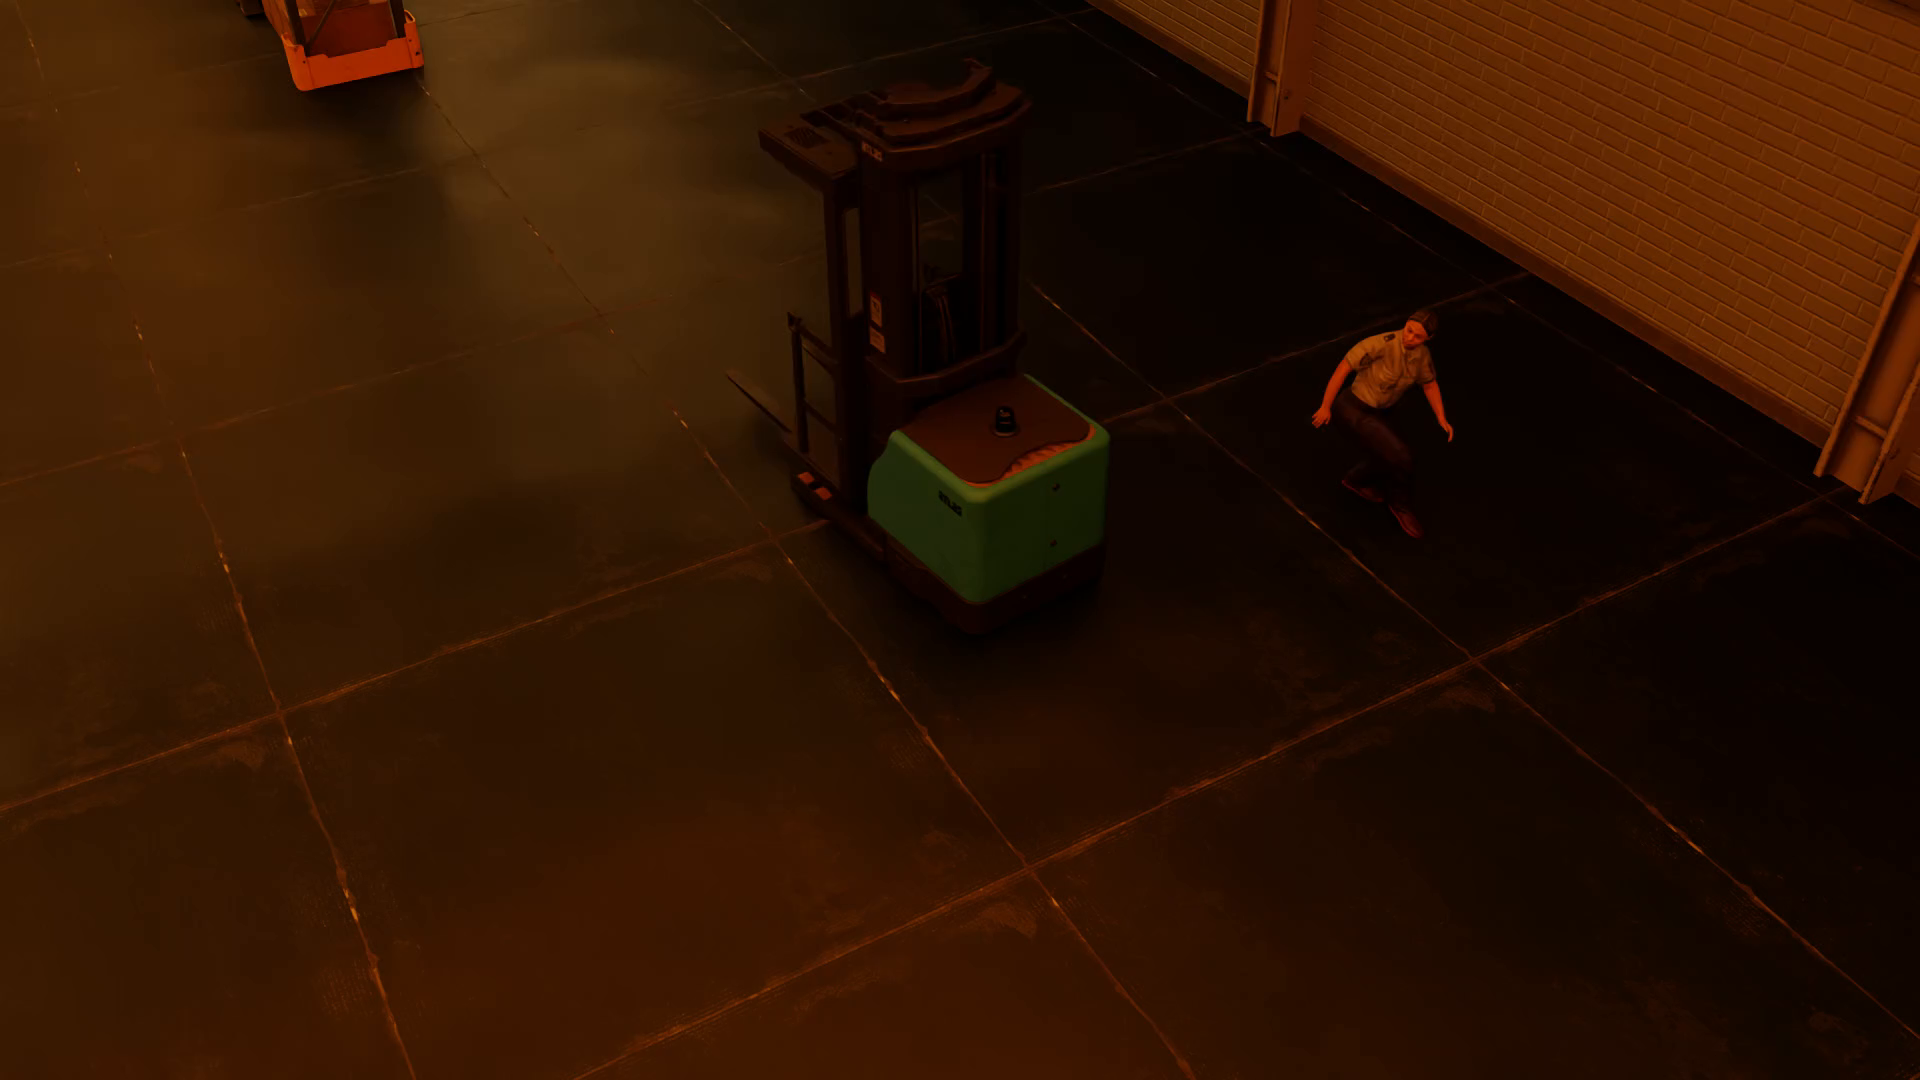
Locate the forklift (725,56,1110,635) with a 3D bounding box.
[{"bbox_3d":[-0.424,-1.469,9.808,1.130,2.935,3.031,-26,46,-28],"label":"forklift"}]

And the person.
[{"bbox_3d":[2.606,-0.713,10.064,0.729,1.473,0.703,32,49,33],"label":"person"}]
